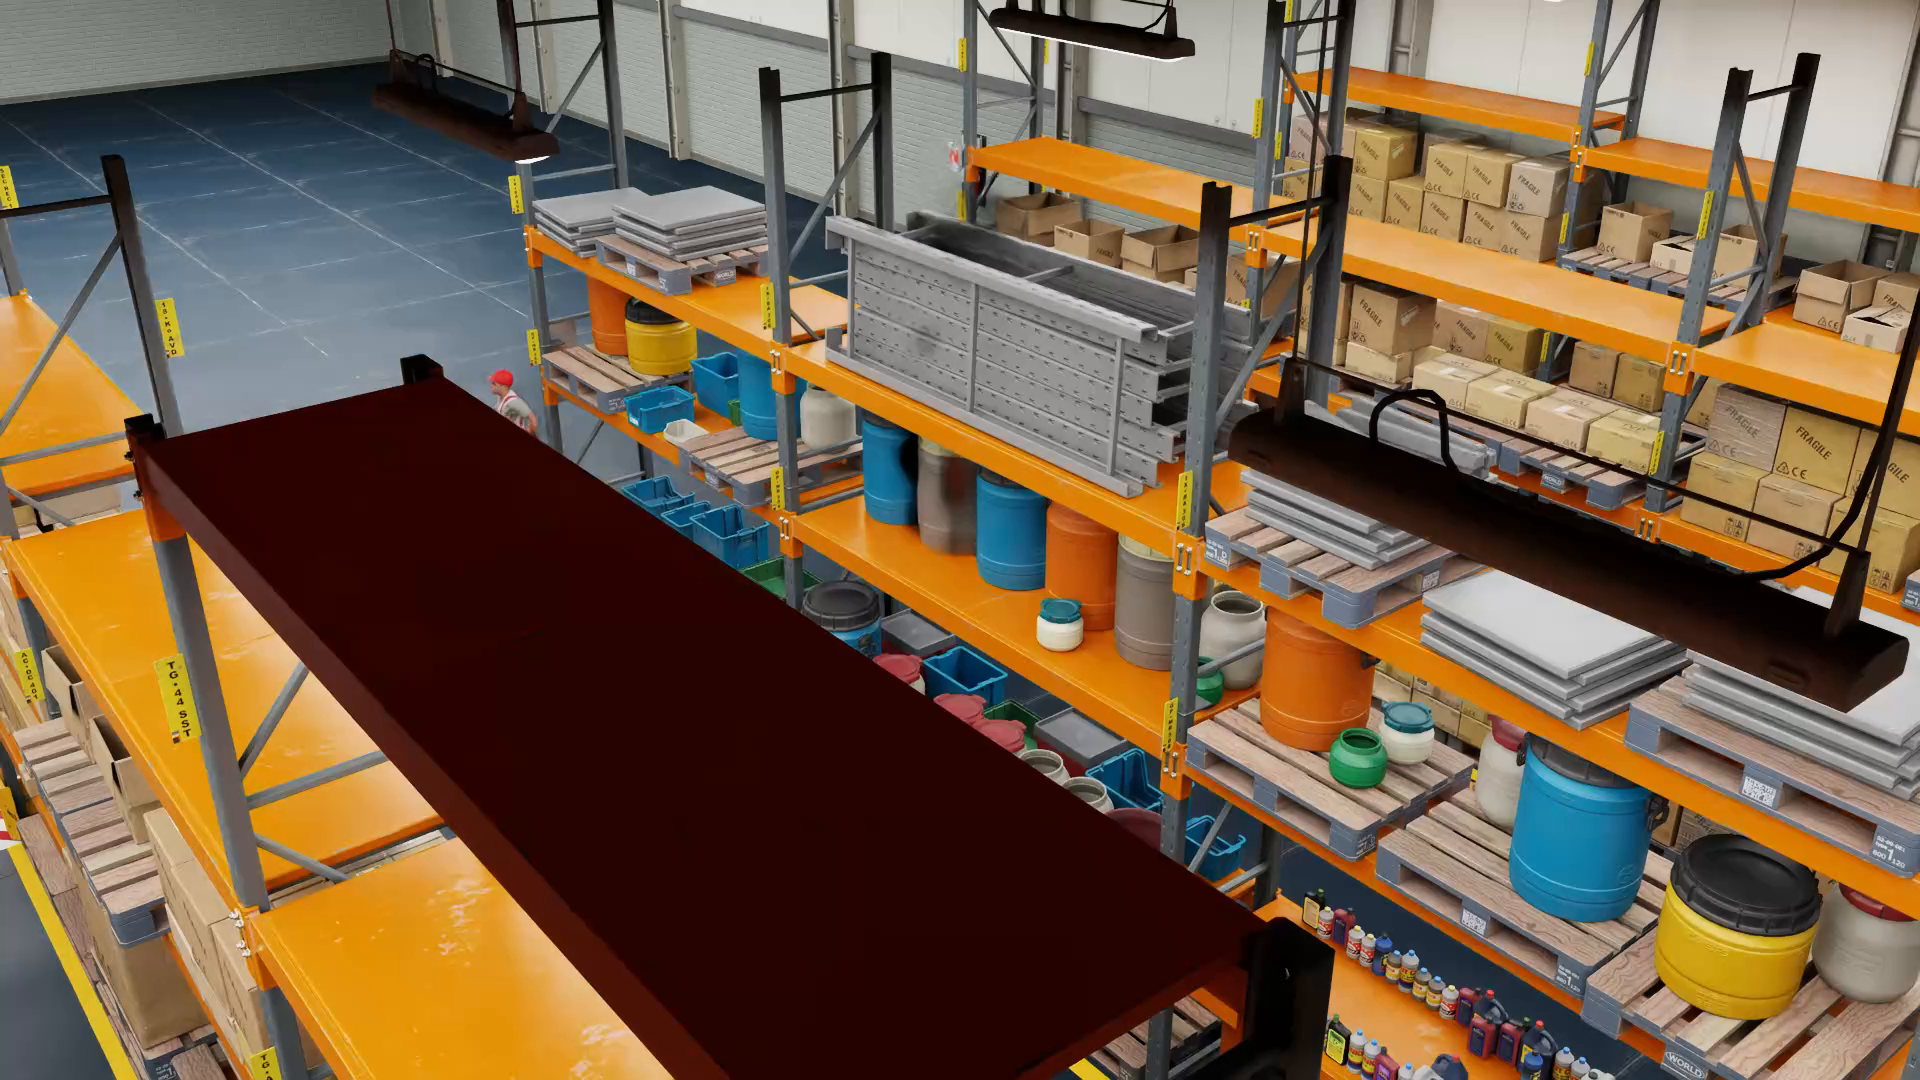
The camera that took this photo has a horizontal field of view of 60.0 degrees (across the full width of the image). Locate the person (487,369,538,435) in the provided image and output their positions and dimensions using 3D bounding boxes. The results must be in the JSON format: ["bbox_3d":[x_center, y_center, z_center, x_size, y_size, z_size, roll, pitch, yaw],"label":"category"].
[{"bbox_3d":[-4.899,-1.015,18.322,0.825,1.831,0.588,-5,26,-11],"label":"person"}]

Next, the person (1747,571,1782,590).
[{"bbox_3d":[6.696,1.019,14.186,0.714,1.733,0.791,-21,33,-37],"label":"person"}]
